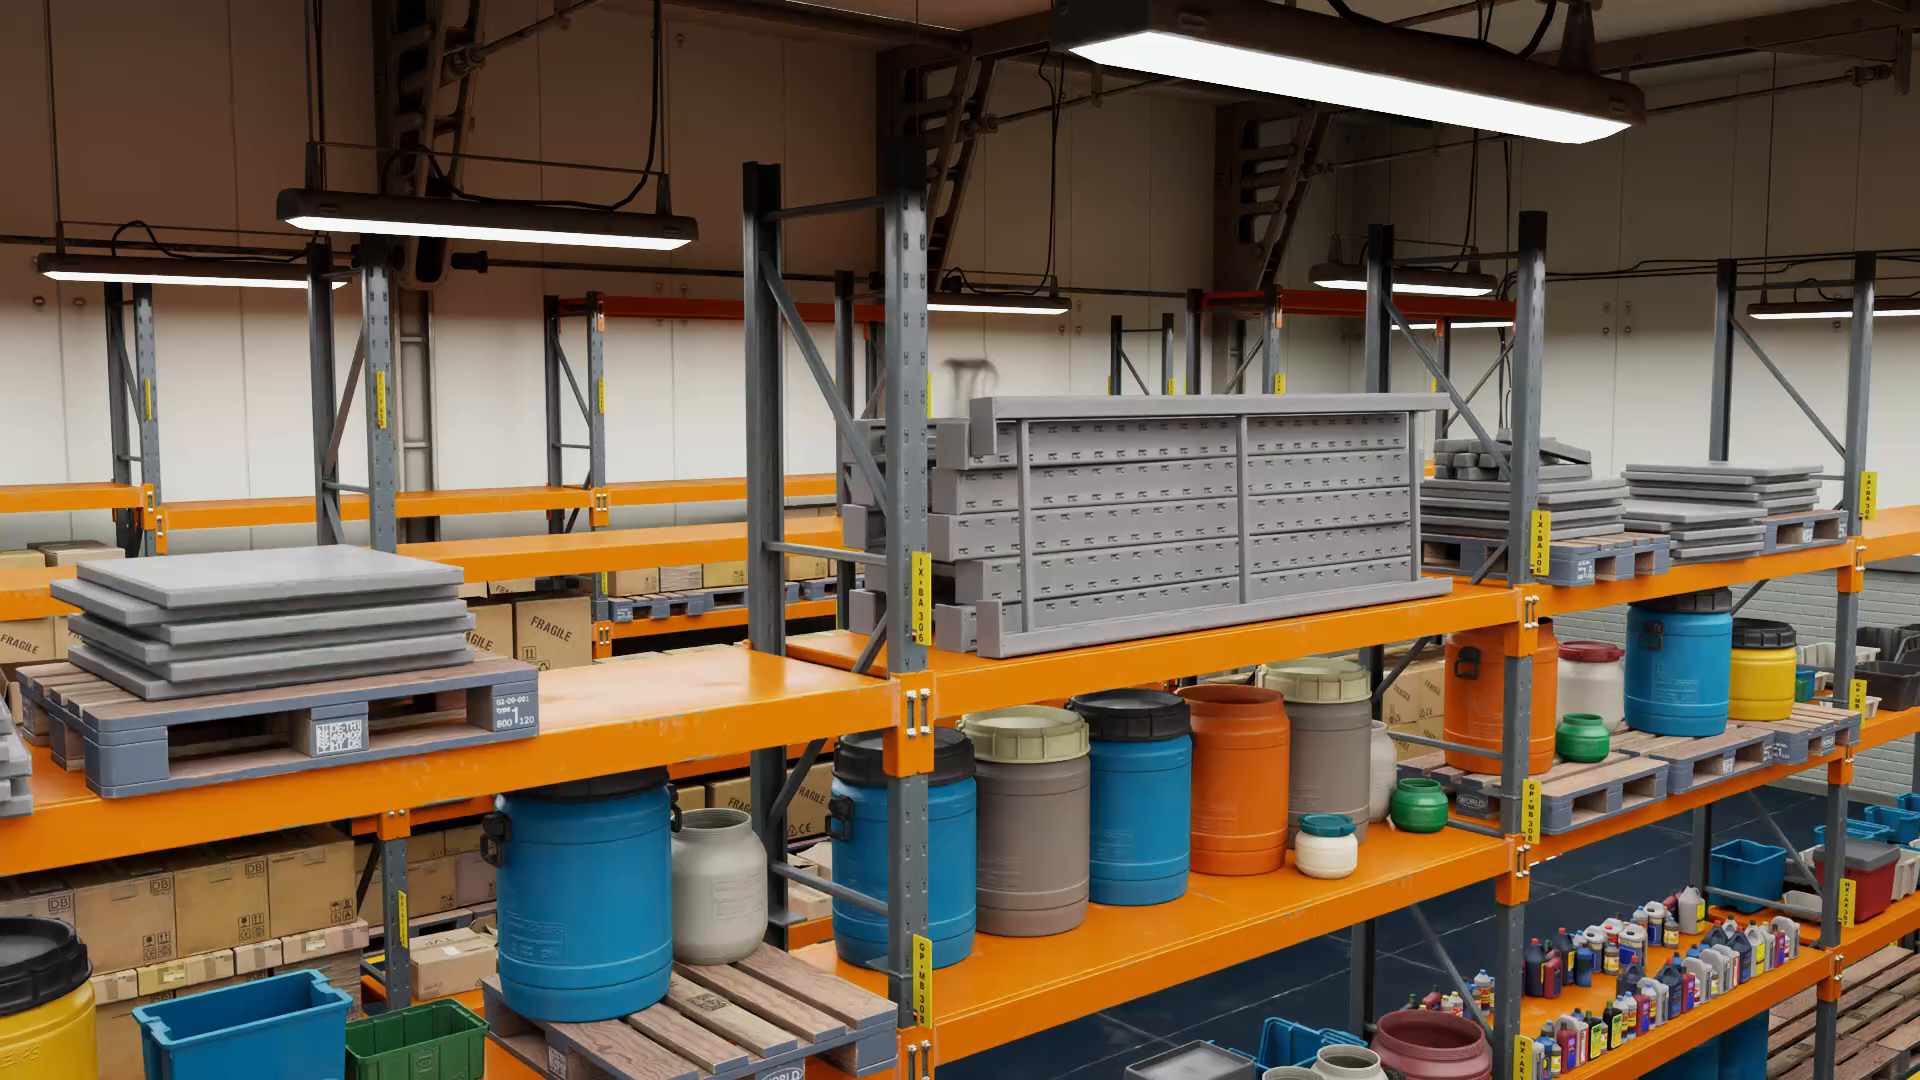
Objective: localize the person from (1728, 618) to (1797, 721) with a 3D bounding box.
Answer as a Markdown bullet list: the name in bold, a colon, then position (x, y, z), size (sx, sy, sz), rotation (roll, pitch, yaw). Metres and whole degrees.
- **person**: position (9.257, 2.581, 3.595), size (3.278, 2.702, 17.279), rotation (-4, 7, -38)
